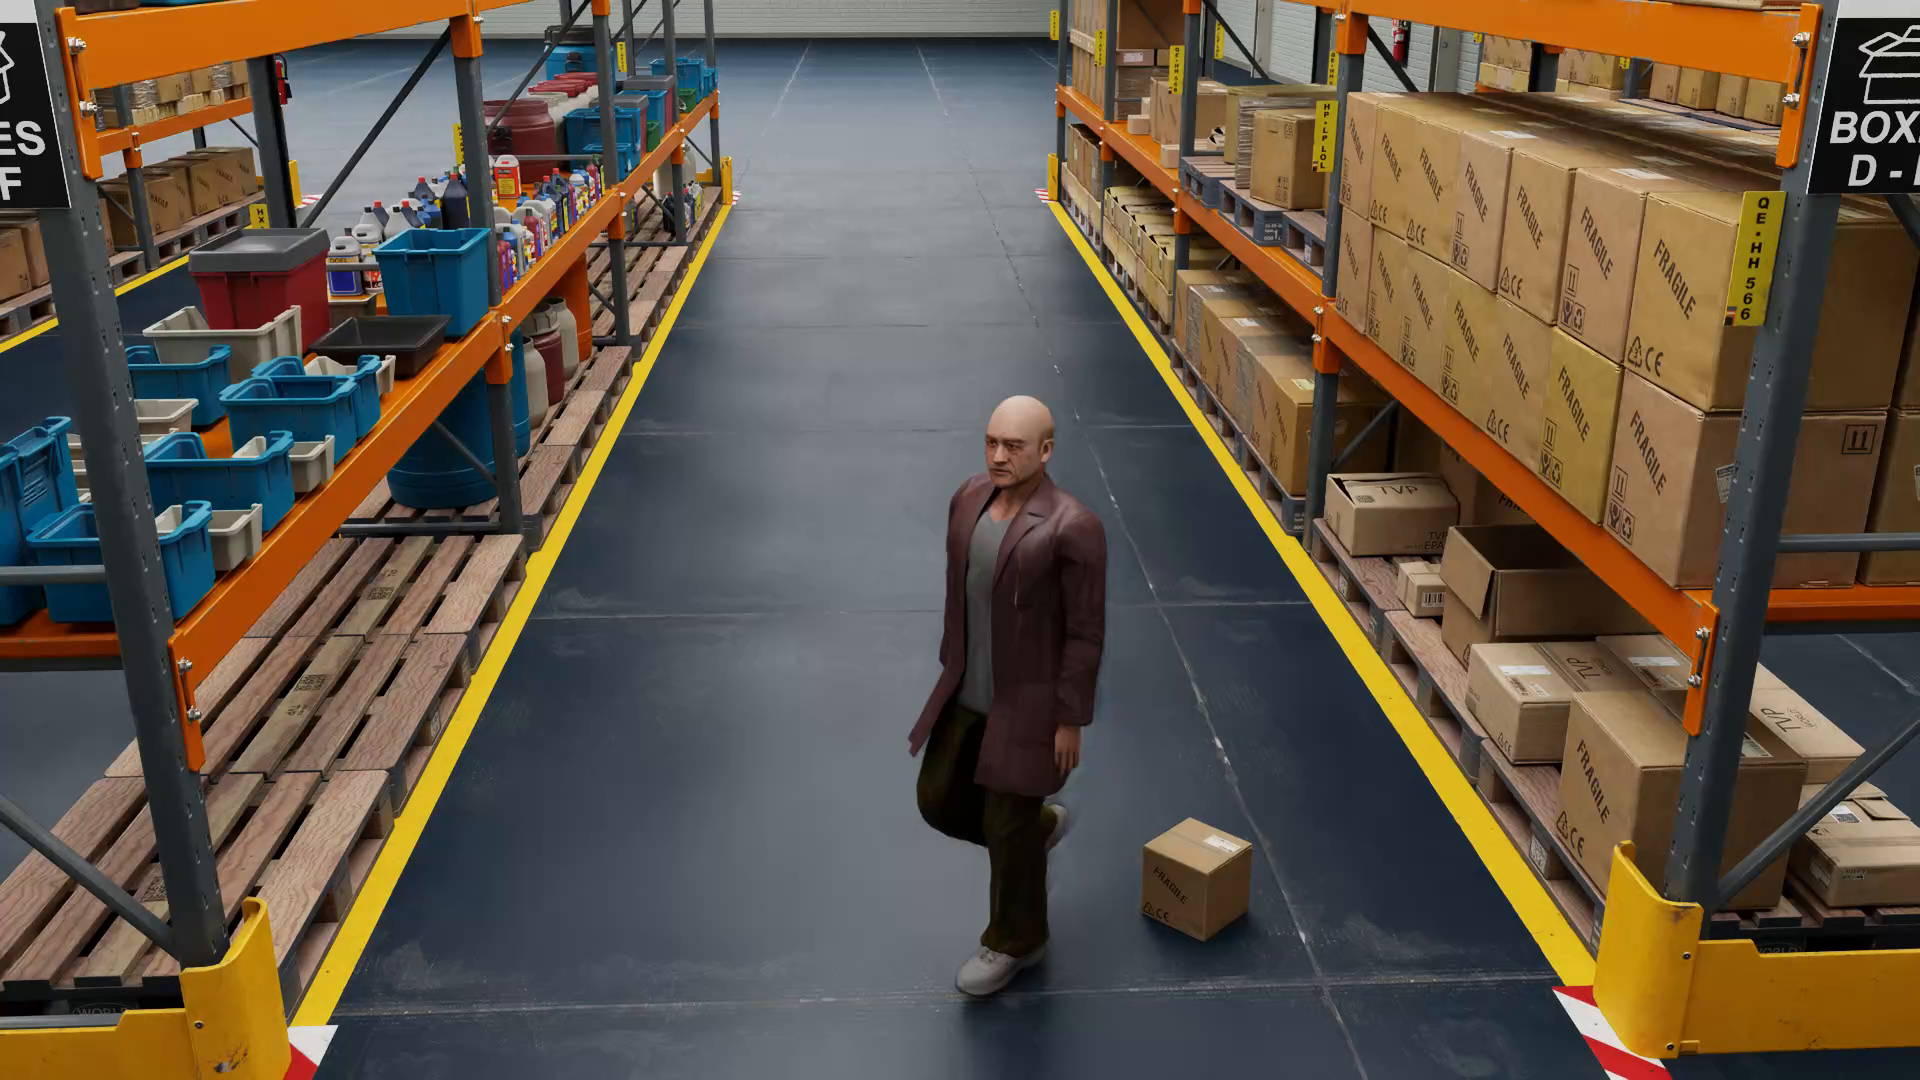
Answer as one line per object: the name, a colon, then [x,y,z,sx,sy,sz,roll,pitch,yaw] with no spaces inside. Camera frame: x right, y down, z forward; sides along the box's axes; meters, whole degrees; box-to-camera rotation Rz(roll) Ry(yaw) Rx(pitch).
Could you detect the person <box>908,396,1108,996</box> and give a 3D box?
person: [0.167,0.433,4.830,0.604,1.766,0.626,18,27,40]
